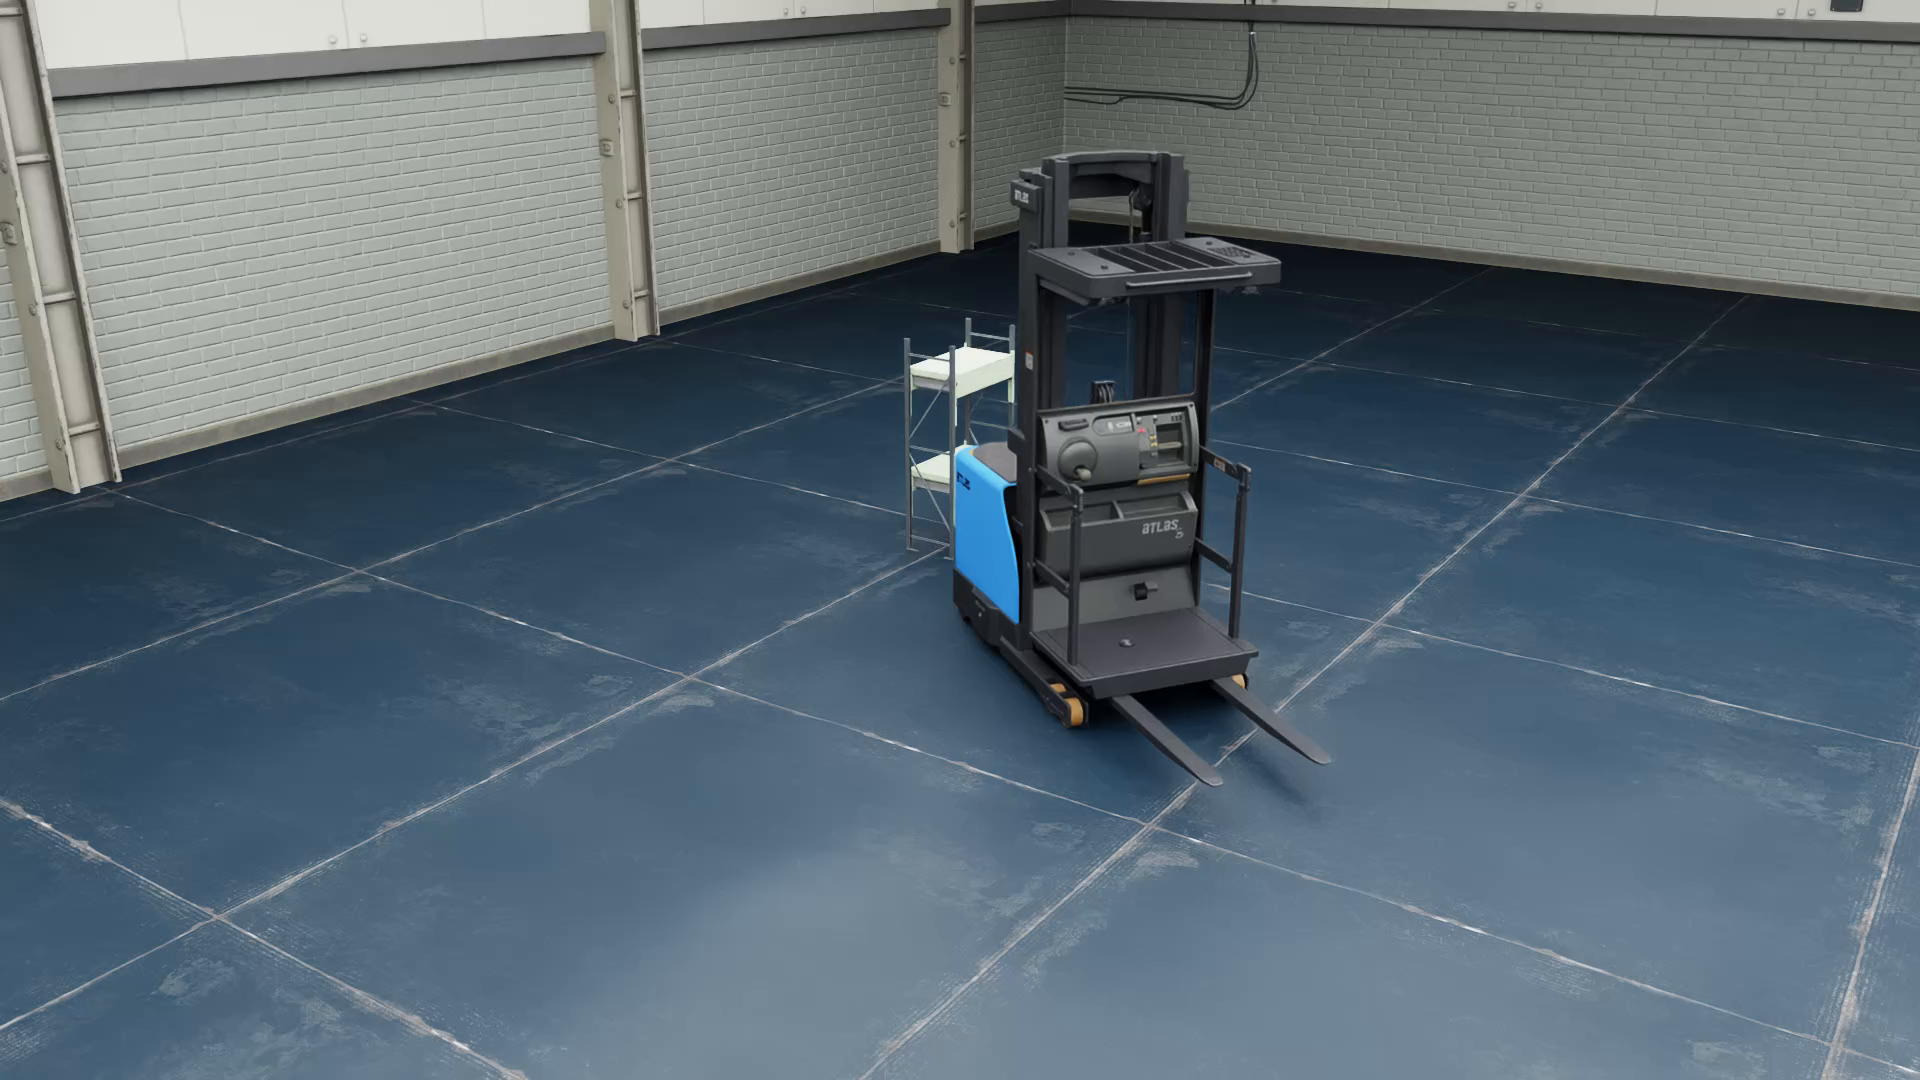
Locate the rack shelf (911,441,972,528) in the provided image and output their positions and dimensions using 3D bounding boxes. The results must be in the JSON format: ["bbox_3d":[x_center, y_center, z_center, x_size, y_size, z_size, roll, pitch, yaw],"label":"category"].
[{"bbox_3d":[-8.277,3.931,0.261,6.000,0.609,30.141,13,24,32],"label":"rack shelf"}]

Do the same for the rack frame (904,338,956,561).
[{"bbox_3d":[-0.202,-0.600,11.226,0.400,1.500,0.023,13,24,32],"label":"rack frame"}]

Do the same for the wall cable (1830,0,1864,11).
[{"bbox_3d":[10.544,-8.428,16.677,2.305,6.003,0.169,13,24,32],"label":"wall cable"}]

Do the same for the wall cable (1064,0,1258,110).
[{"bbox_3d":[2.701,-7.233,22.823,3.097,2.526,0.112,13,24,32],"label":"wall cable"}]

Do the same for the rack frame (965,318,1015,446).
[{"bbox_3d":[0.209,-0.810,11.794,0.400,1.500,0.023,13,24,32],"label":"rack frame"}]

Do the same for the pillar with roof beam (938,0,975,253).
[{"bbox_3d":[0.782,-1.637,3.148,22.890,9.050,30.400,13,24,32],"label":"pillar with roof beam"}]

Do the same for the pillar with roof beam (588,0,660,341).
[{"bbox_3d":[0.139,-5.541,13.773,9.100,9.000,0.400,13,24,32],"label":"pillar with roof beam"}]

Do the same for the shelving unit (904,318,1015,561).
[{"bbox_3d":[-8.272,3.510,0.113,6.000,1.500,30.159,13,24,32],"label":"shelving unit"}]

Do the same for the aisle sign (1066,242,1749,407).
[{"bbox_3d":[5.174,-2.650,18.928,6.000,0.001,6.000,13,24,32],"label":"aisle sign"}]

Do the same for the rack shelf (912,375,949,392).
[{"bbox_3d":[0.004,-1.138,11.350,0.332,0.071,0.664,13,24,32],"label":"rack shelf"}]

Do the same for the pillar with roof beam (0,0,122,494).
[{"bbox_3d":[-3.234,-3.819,9.119,9.100,9.000,0.400,13,24,32],"label":"pillar with roof beam"}]
